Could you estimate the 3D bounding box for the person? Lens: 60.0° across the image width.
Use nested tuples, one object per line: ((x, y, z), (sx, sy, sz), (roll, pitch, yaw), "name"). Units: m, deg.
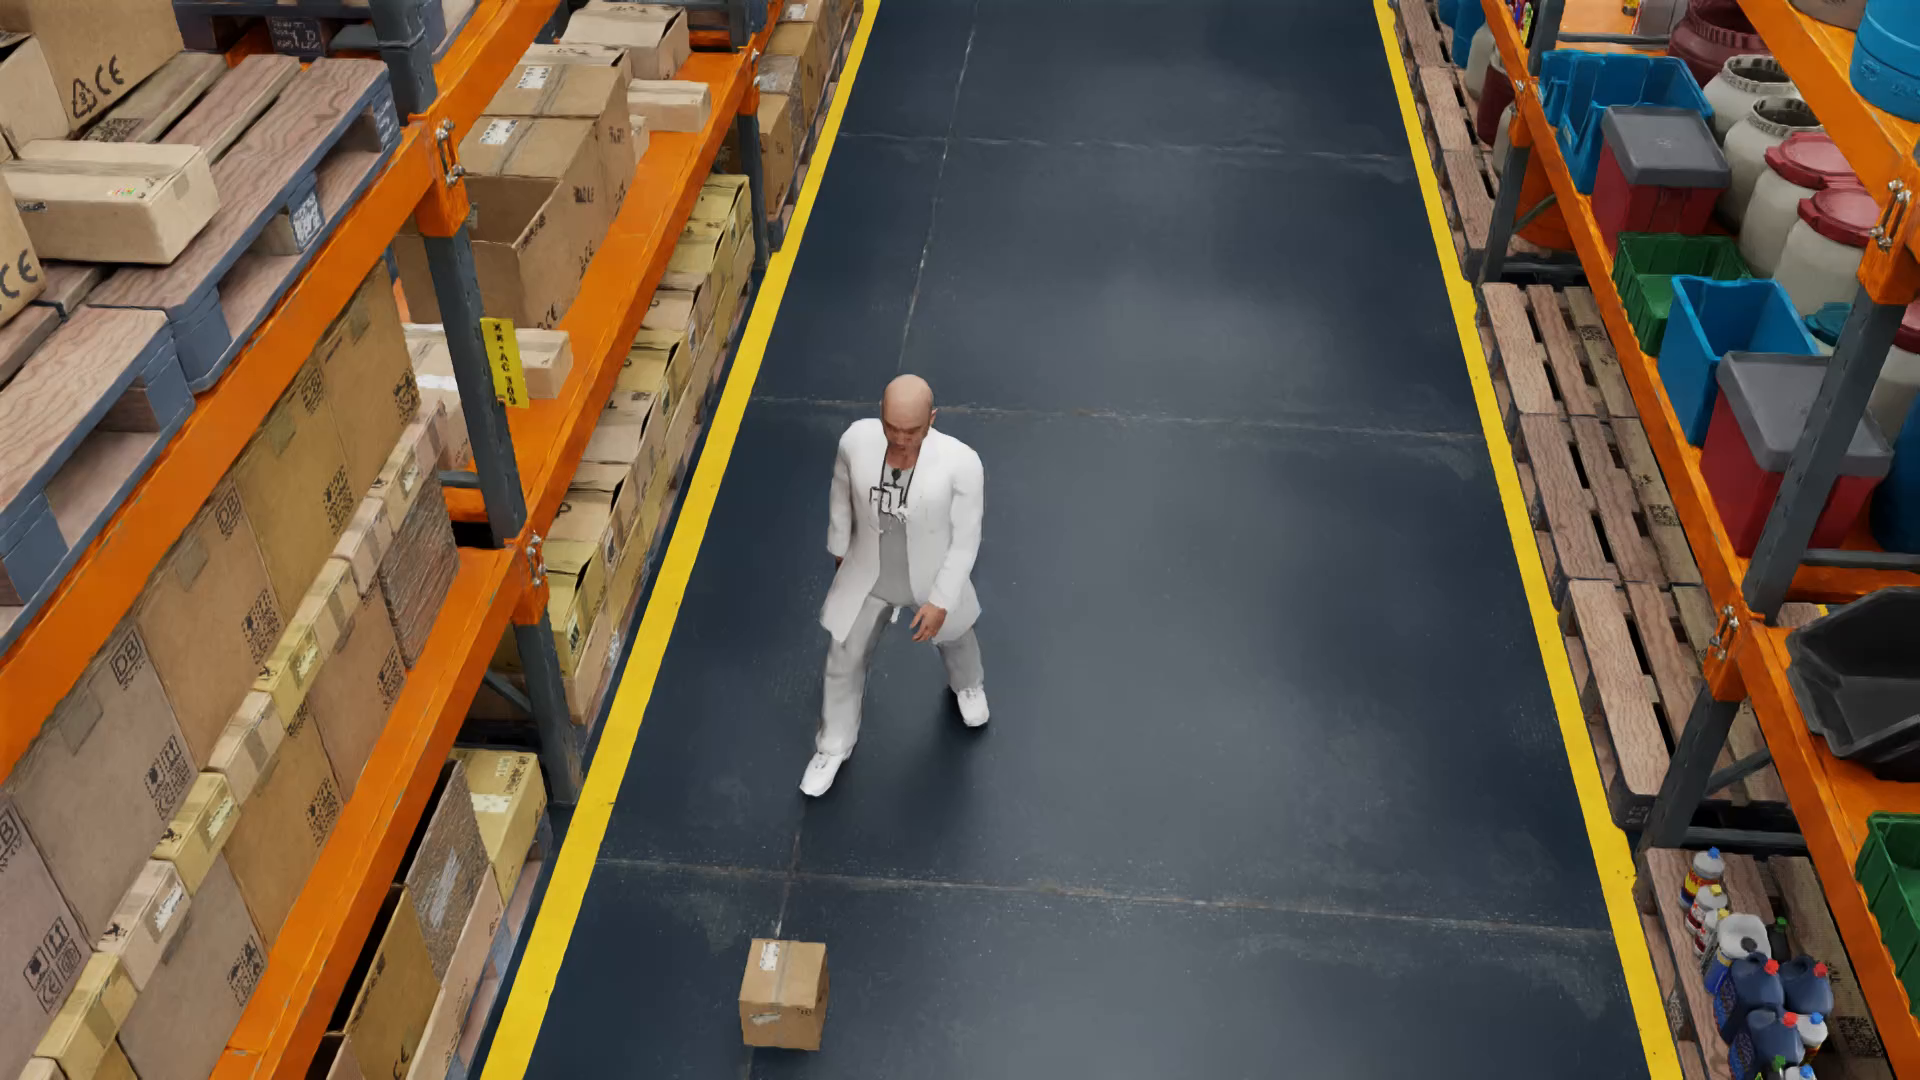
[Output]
((-0.217, 0.119, 6.043), (0.623, 1.743, 0.866), (9, 40, 11), "person")
